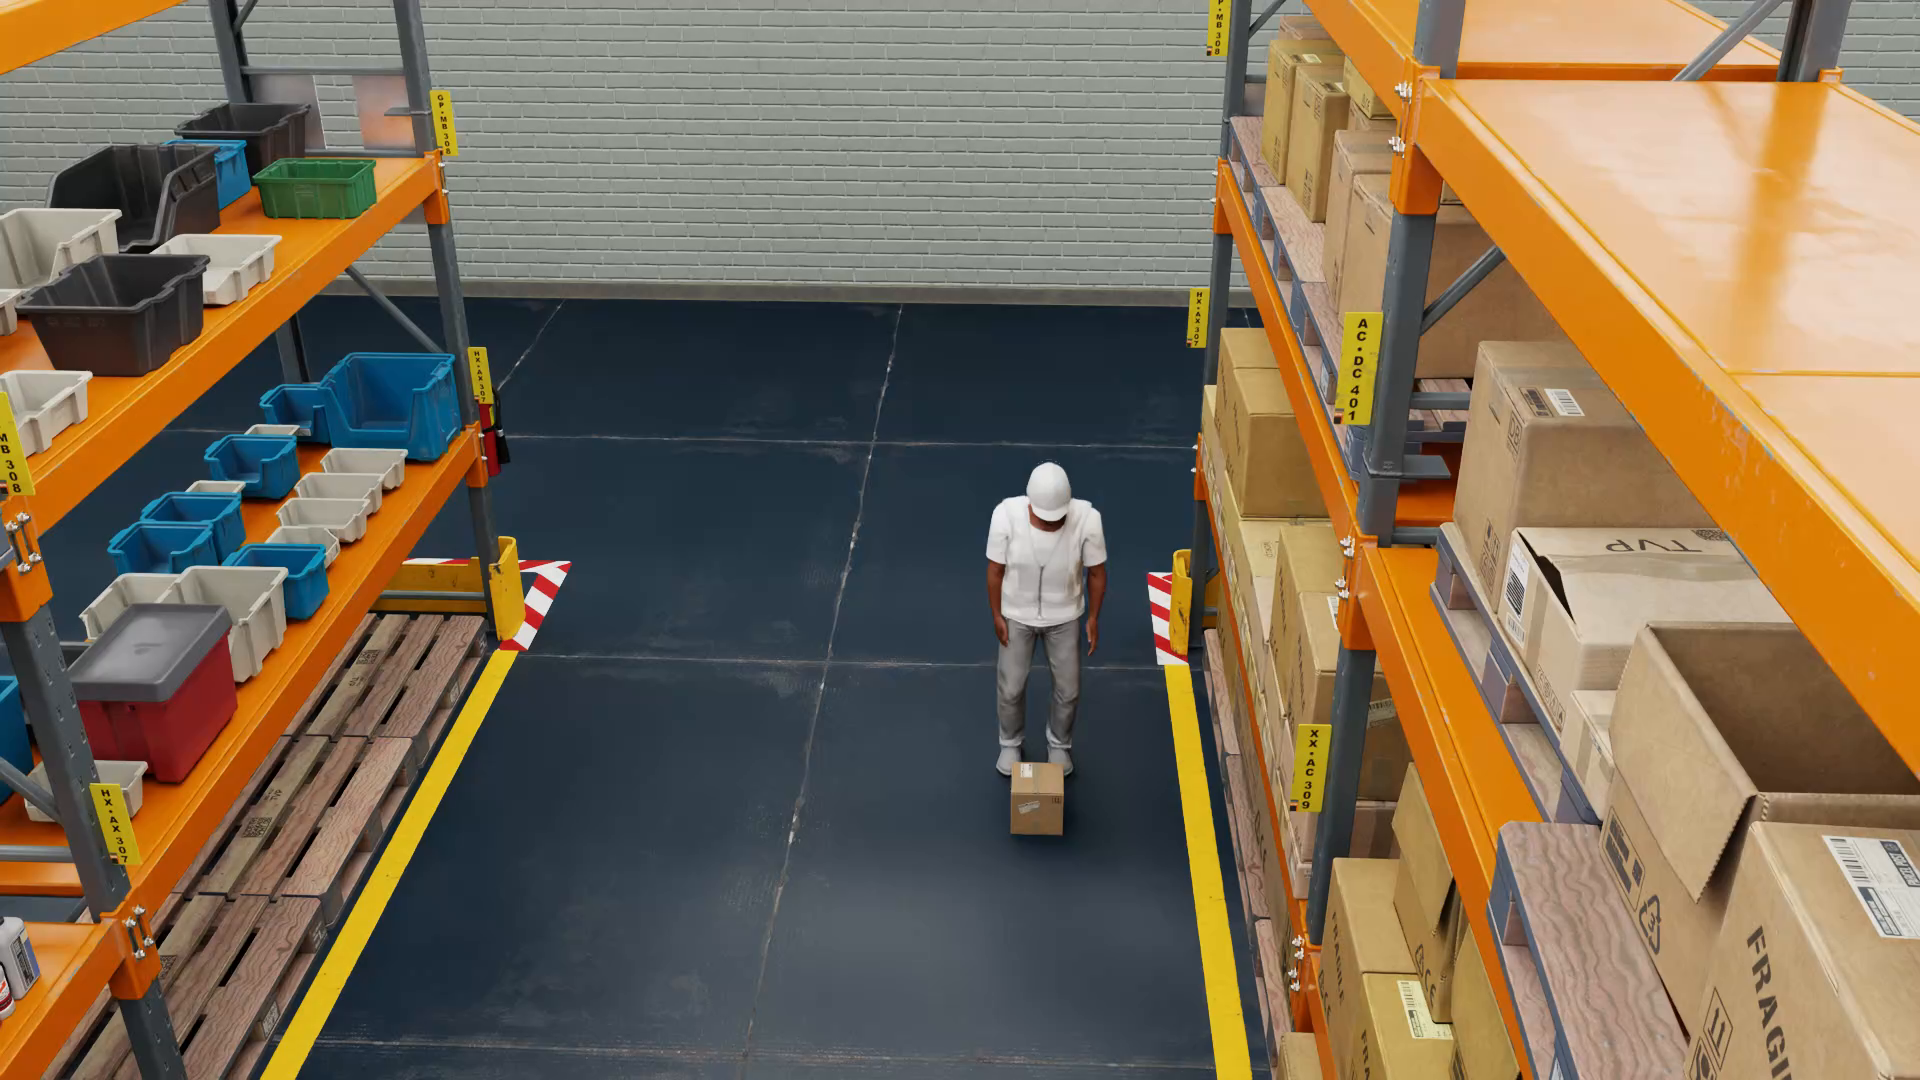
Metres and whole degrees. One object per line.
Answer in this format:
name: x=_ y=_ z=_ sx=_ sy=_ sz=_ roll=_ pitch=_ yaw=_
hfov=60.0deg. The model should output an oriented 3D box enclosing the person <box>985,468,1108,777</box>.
person: x=0.418 y=0.392 z=8.151 sx=0.595 sy=1.707 sz=0.472 roll=2 pitch=28 yaw=3
